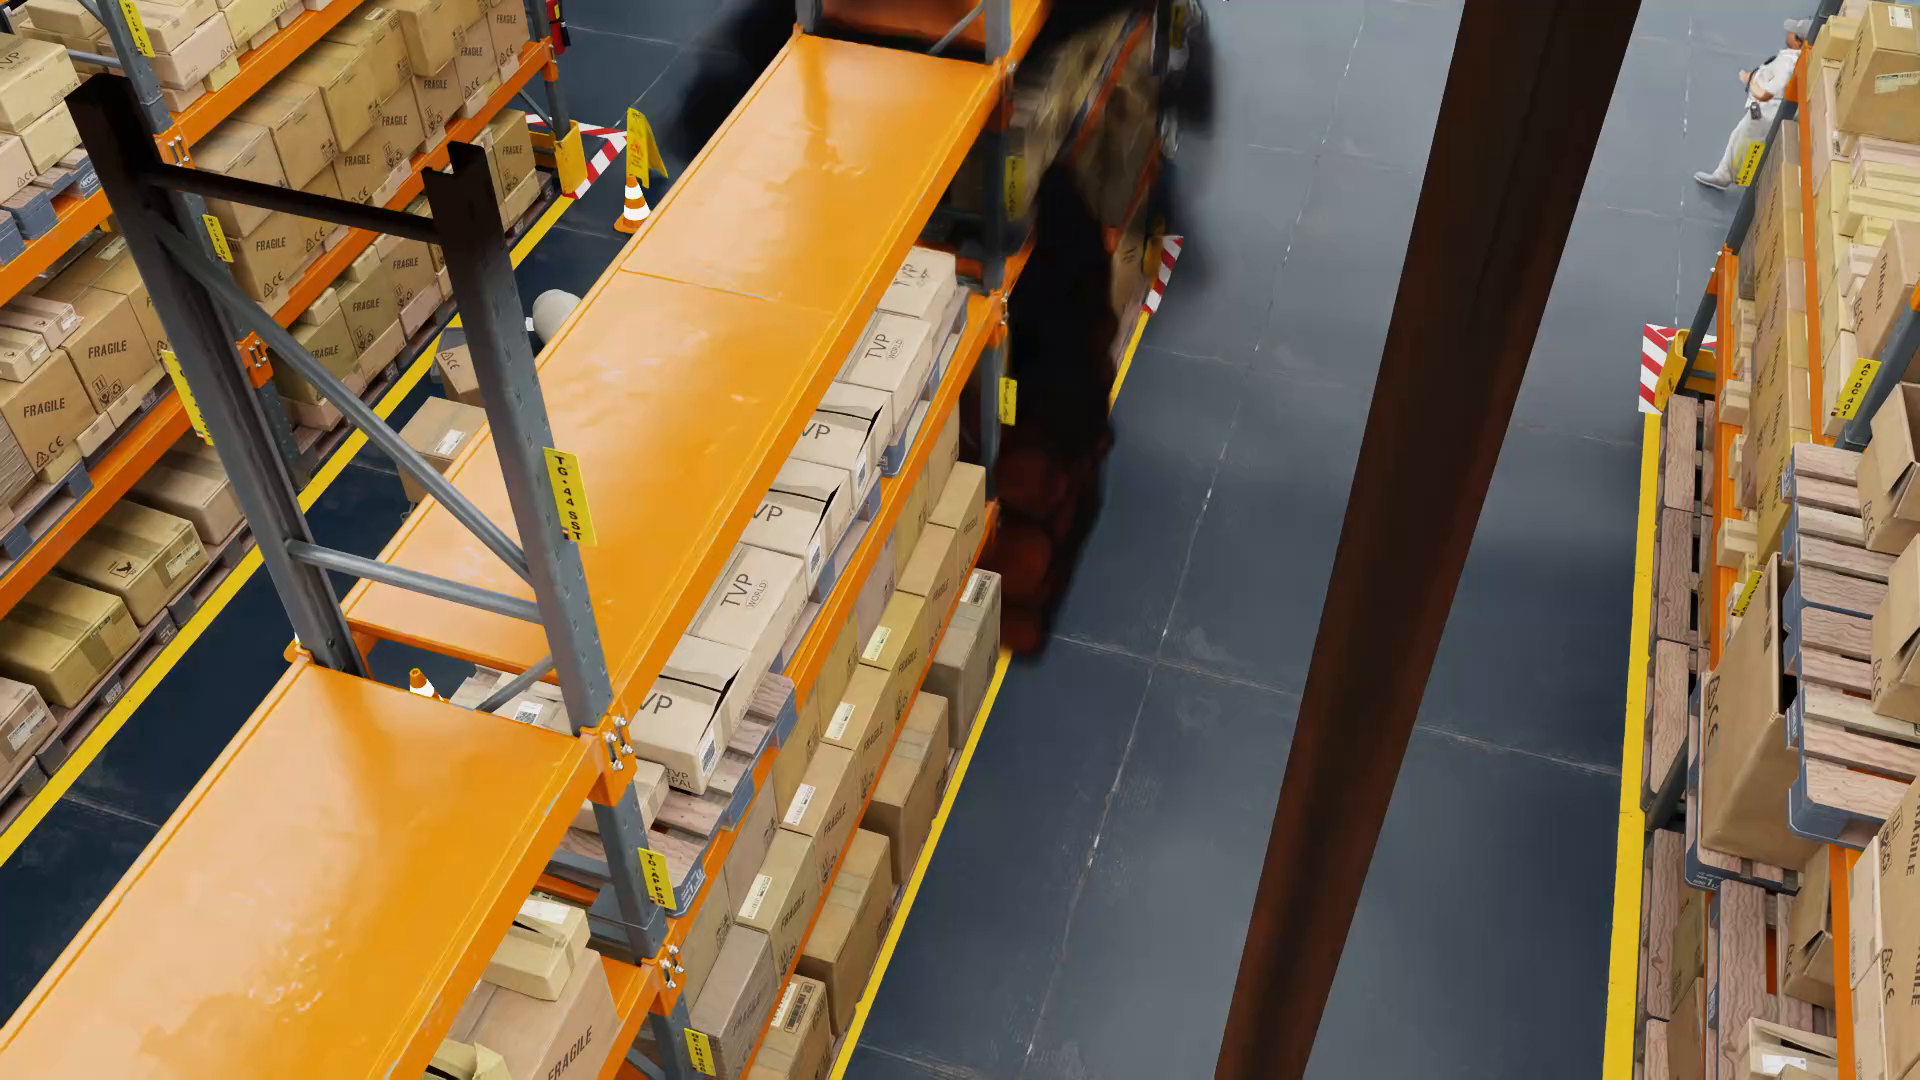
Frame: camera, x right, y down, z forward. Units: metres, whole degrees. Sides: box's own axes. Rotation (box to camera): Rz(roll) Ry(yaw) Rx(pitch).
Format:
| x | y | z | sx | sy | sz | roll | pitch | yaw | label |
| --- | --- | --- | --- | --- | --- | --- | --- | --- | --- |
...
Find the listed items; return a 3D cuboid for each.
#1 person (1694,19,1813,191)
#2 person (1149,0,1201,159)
| x | y | z | sx | sy | sz | roll | pitch | yaw | label |
| --- | --- | --- | --- | --- | --- | --- | --- | --- | --- |
| 6.506 | -3.409 | 13.313 | 0.619 | 1.639 | 0.870 | -32 | 53 | -27 | person |
| 1.698 | -4.051 | 13.939 | 0.638 | 1.652 | 0.631 | -10 | 47 | -10 | person |
